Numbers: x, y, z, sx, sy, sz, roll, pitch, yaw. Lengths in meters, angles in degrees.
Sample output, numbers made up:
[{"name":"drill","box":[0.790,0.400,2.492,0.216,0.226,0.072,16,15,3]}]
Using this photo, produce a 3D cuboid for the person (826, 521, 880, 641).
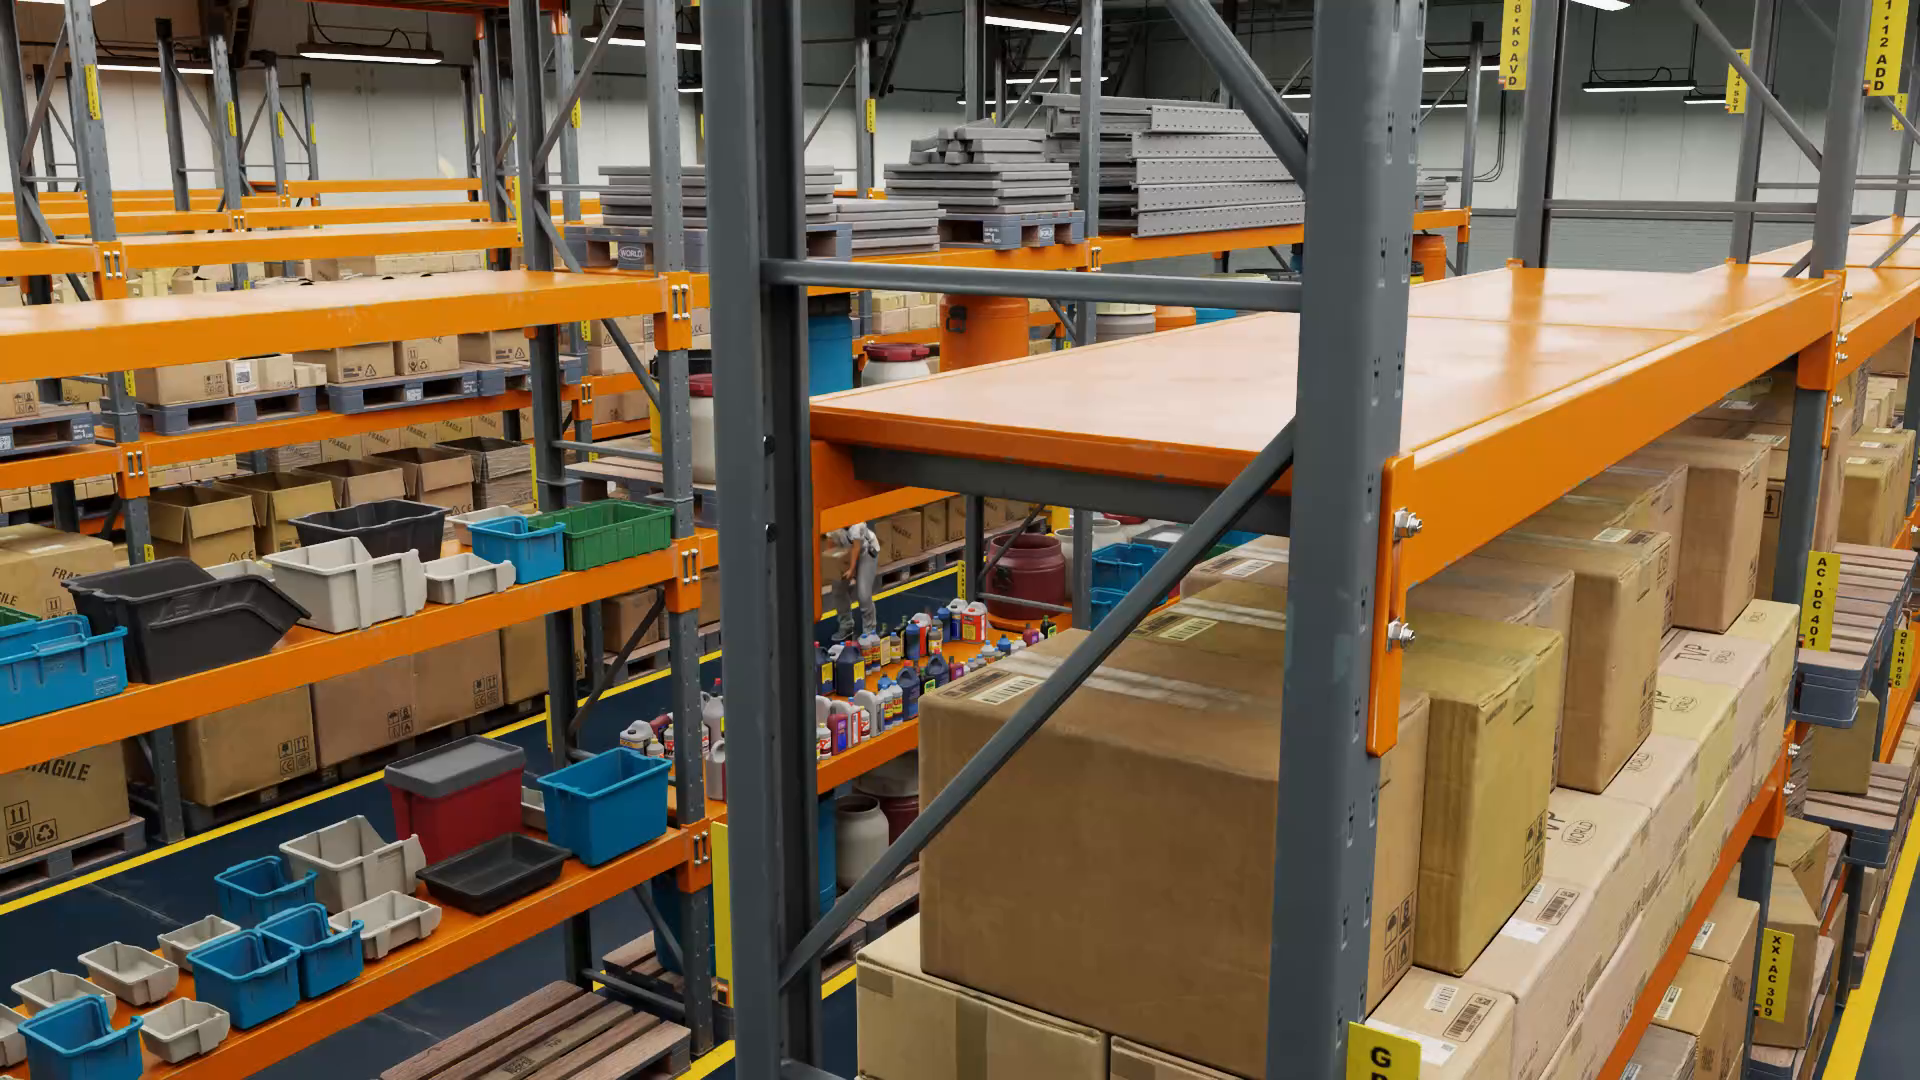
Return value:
[{"name":"person","box":[-1.076,0.219,16.210,0.452,1.596,0.648,8,15,32]}]
